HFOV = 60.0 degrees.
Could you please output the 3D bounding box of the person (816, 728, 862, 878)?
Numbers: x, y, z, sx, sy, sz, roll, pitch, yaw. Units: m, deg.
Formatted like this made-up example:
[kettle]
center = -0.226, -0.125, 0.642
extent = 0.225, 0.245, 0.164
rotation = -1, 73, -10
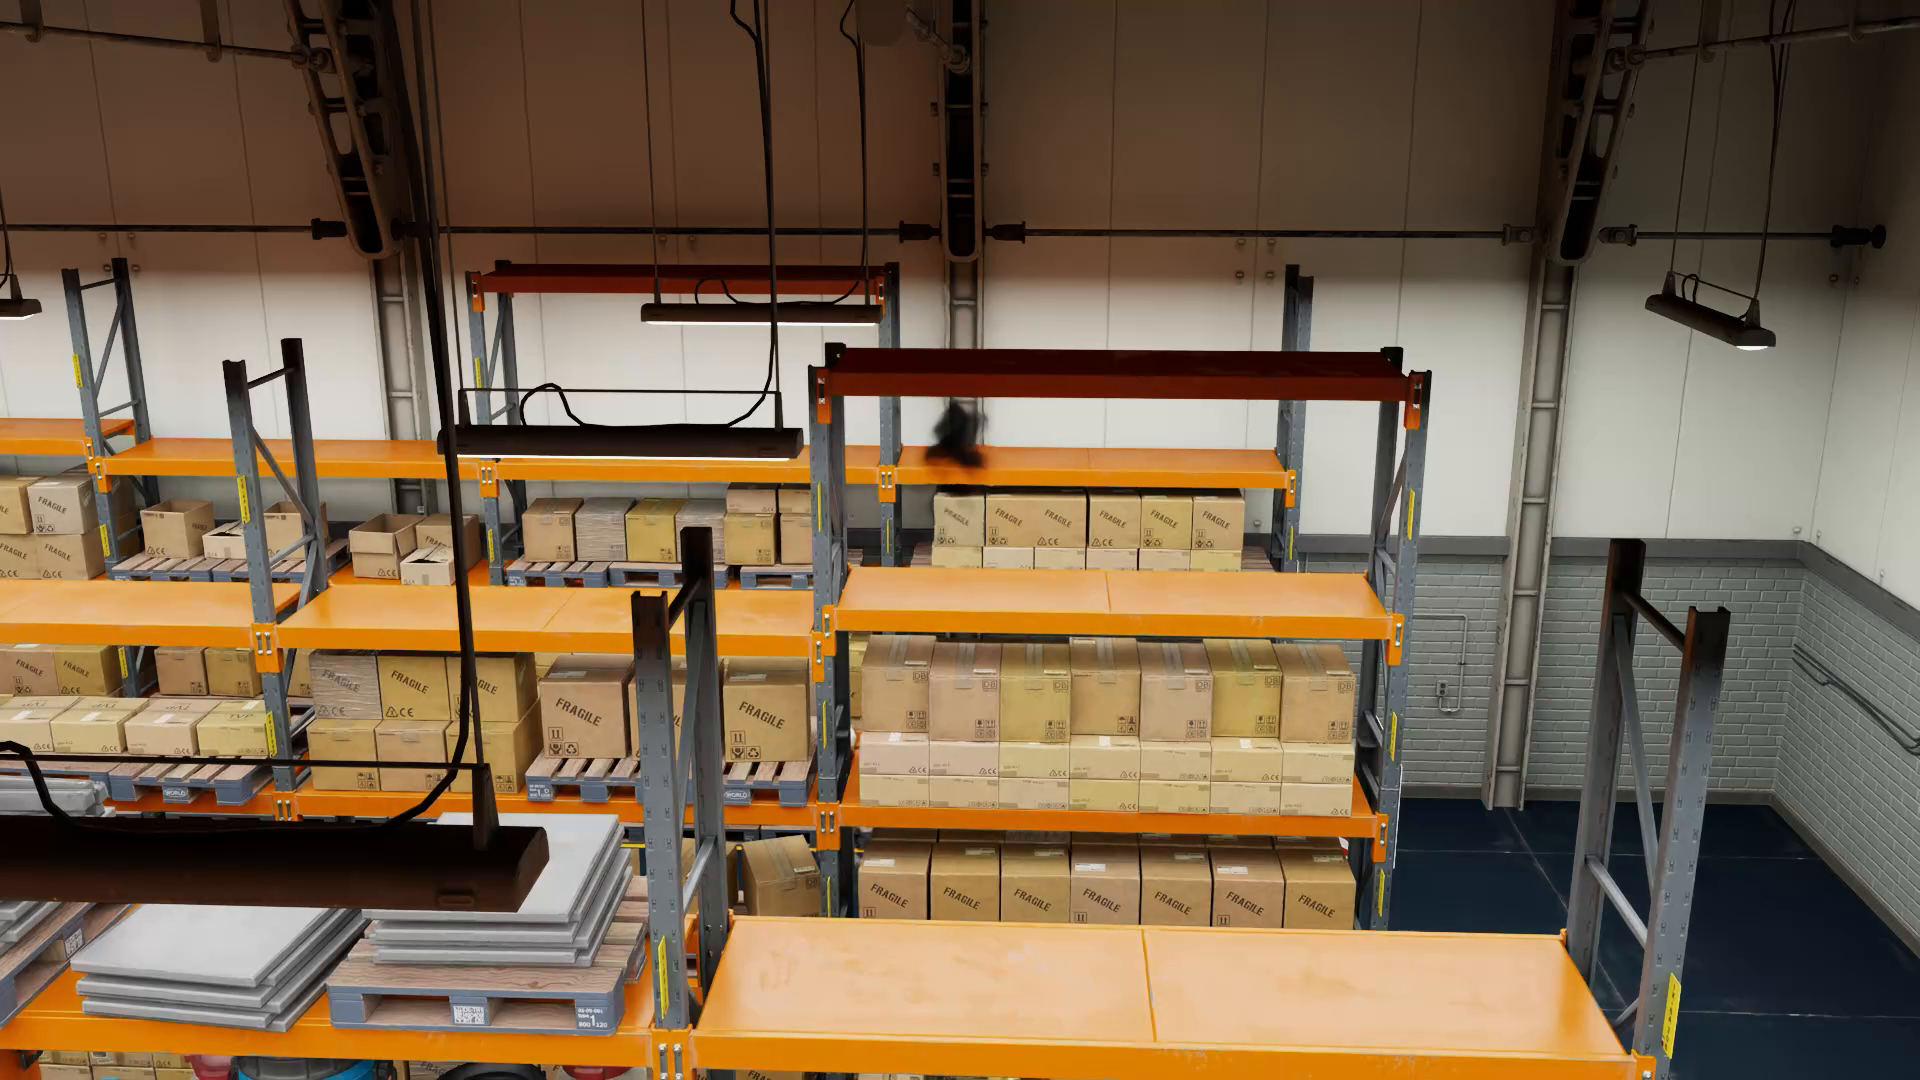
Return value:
[person]
center = -1.092, 2.587, 15.640
extent = 0.770, 1.801, 0.665
rotation = 0, 16, -2
